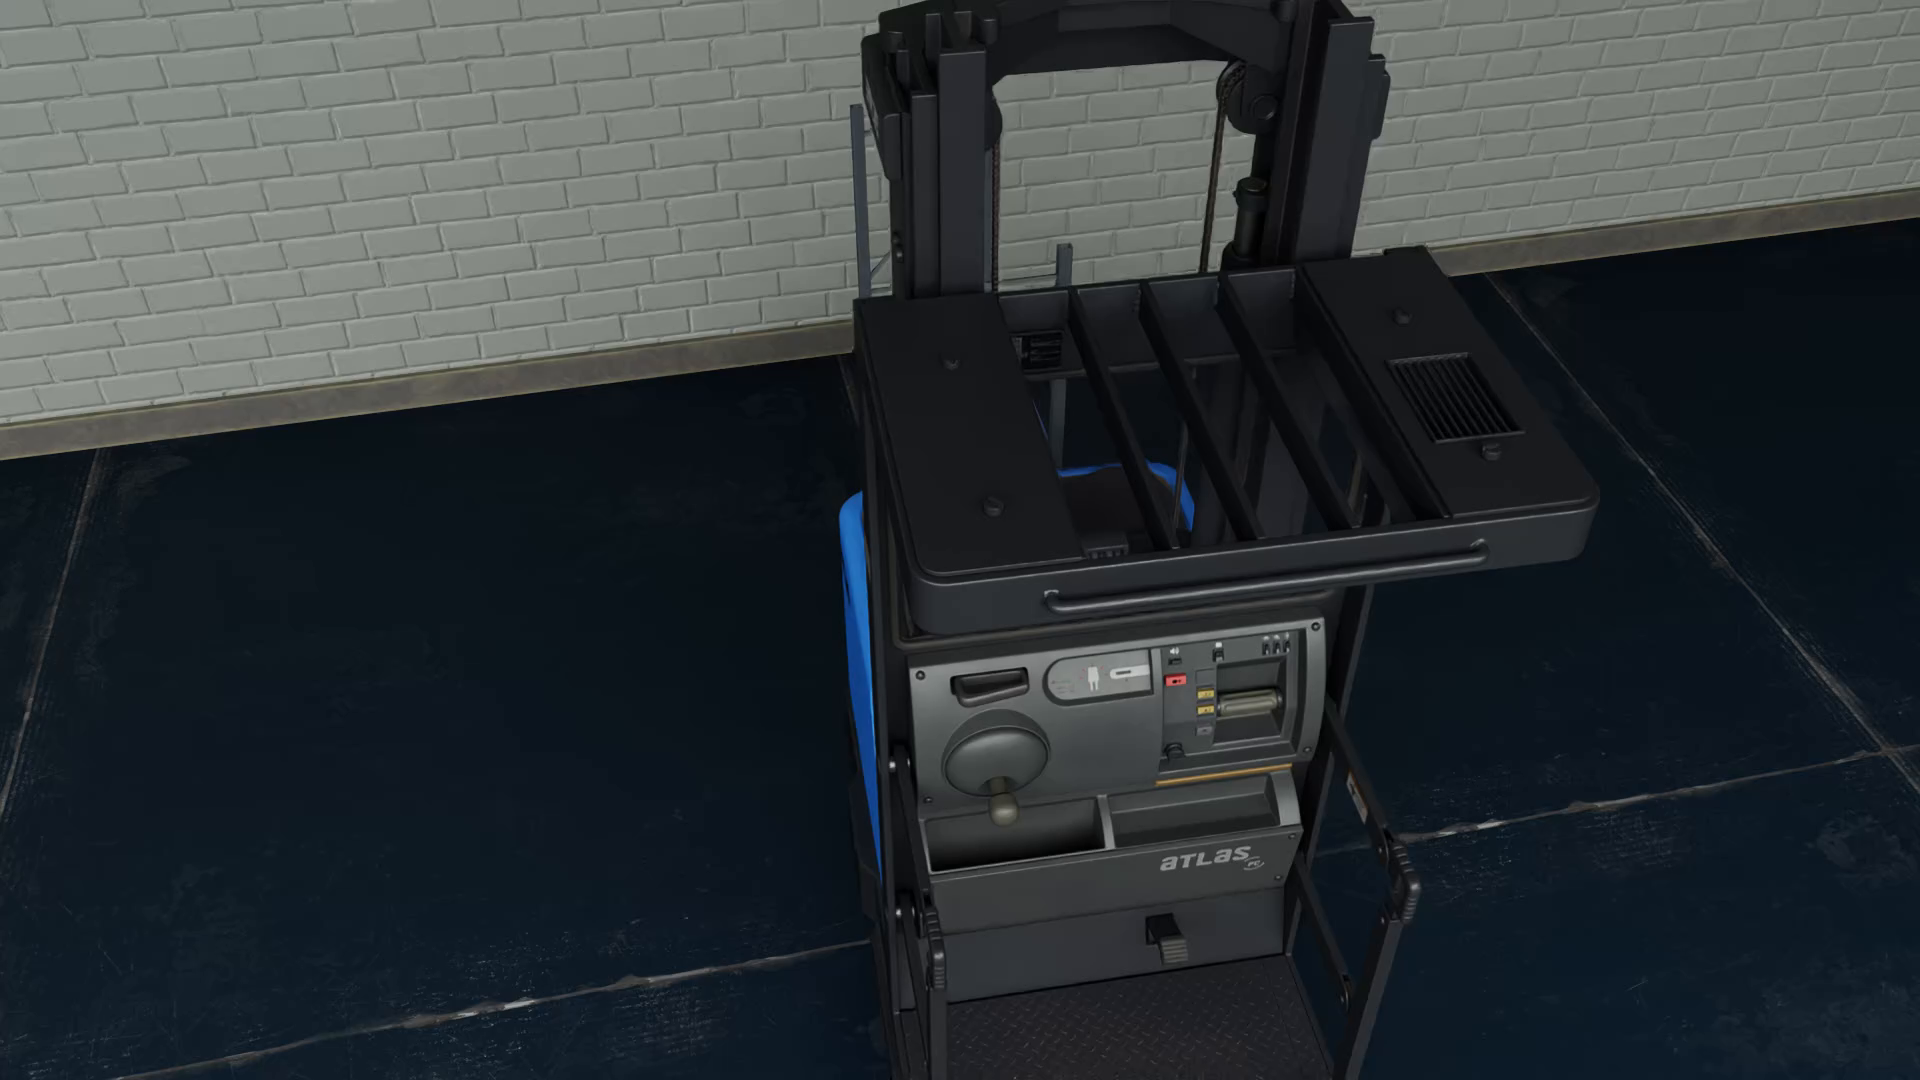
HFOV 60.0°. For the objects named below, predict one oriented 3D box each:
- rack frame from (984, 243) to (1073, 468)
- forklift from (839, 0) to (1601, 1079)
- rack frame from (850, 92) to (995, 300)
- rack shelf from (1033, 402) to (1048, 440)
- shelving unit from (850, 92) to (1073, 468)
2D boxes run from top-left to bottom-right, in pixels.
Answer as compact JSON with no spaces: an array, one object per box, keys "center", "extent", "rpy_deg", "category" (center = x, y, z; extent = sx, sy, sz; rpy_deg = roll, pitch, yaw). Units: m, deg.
[{"center":[0.091,-0.287,5.443],"extent":[0.500,1.500,0.032],"rpy_deg":[-8,42,-9],"category":"rack frame"},{"center":[0.392,0.474,3.508],"extent":[1.130,2.935,3.031],"rpy_deg":[-6,42,-7],"category":"forklift"},{"center":[-0.128,-0.946,6.186],"extent":[0.500,1.500,0.032],"rpy_deg":[-8,42,-9],"category":"rack frame"},{"center":[-0.018,-0.482,5.934],"extent":[0.538,0.185,1.000],"rpy_deg":[-8,42,-9],"category":"rack shelf"},{"center":[-0.018,-0.616,5.814],"extent":[0.538,1.500,1.048],"rpy_deg":[-8,42,-9],"category":"shelving unit"}]
